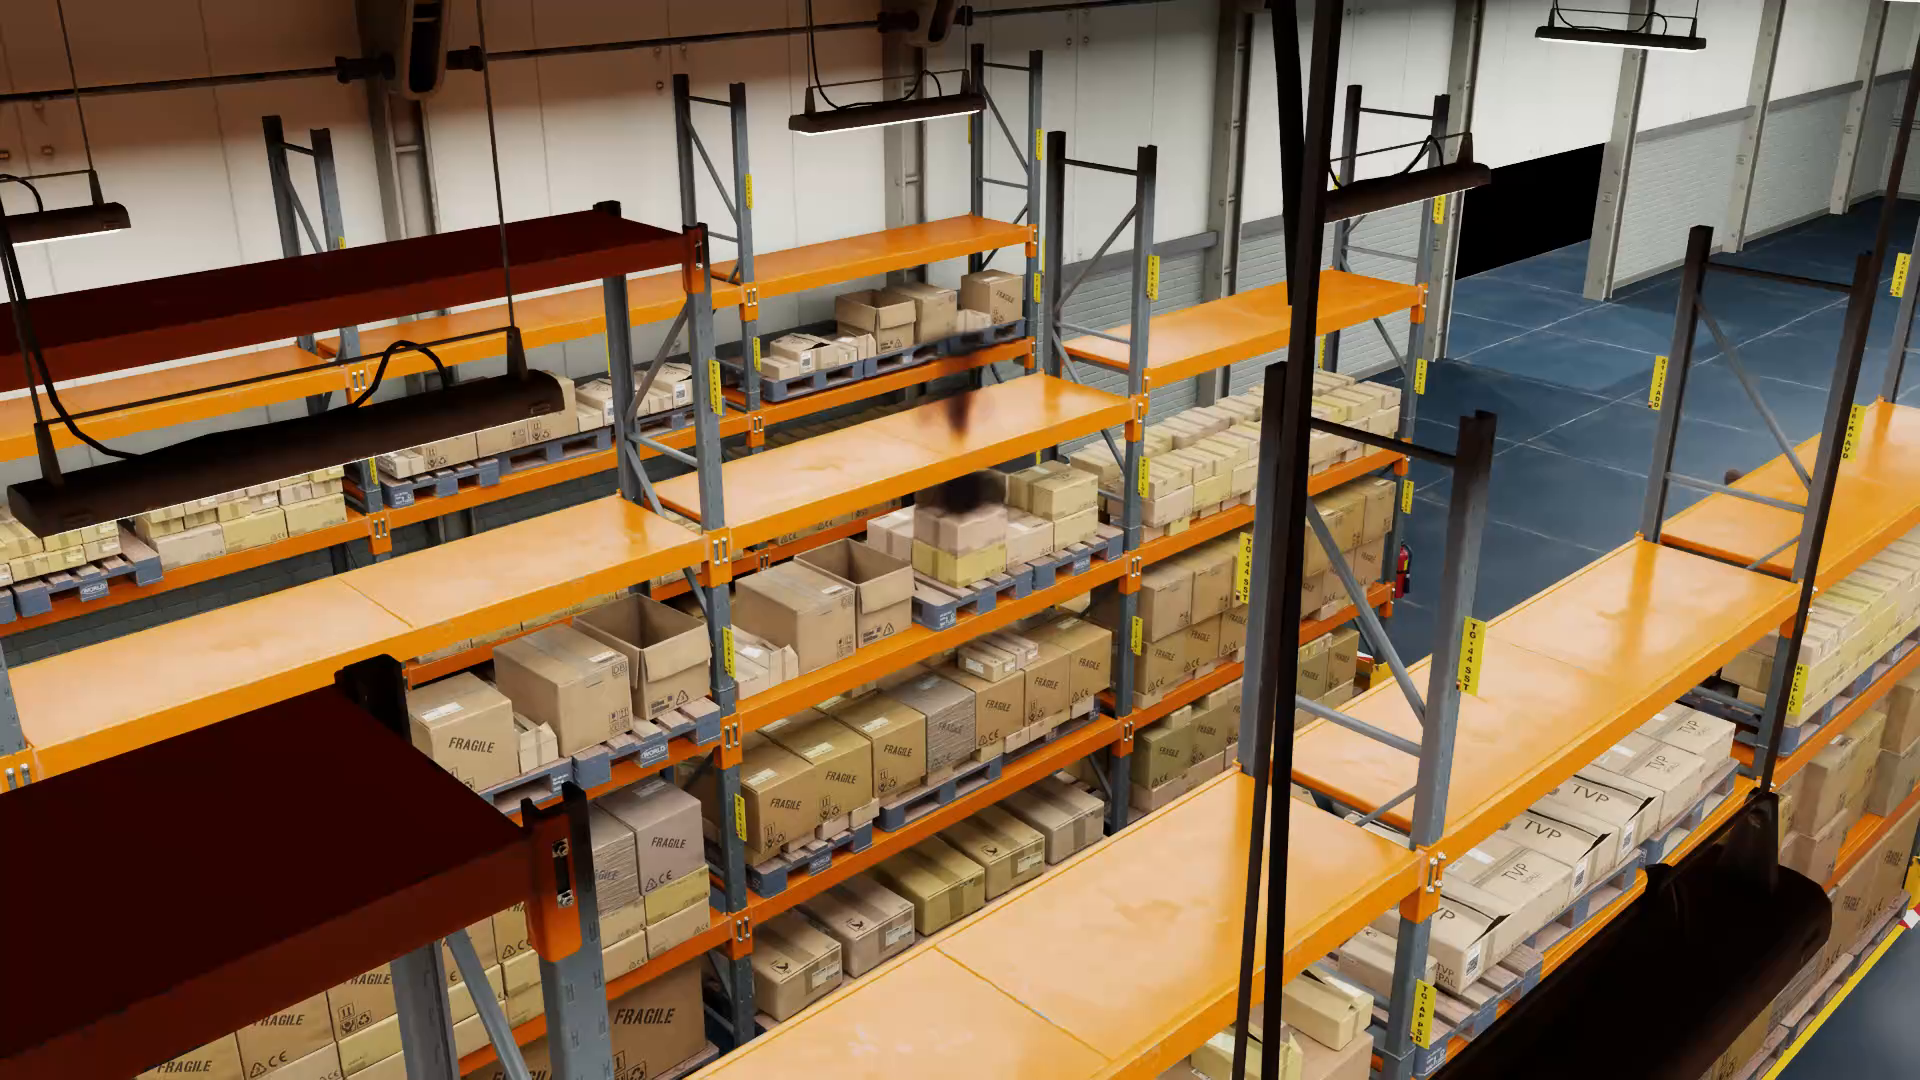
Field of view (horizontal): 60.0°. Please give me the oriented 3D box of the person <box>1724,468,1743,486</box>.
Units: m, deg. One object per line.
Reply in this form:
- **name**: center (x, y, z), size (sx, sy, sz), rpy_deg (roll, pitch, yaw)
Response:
- **person**: center (8.723, -0.026, 18.893), size (0.529, 1.577, 0.760), rpy_deg (-1, 22, -3)
